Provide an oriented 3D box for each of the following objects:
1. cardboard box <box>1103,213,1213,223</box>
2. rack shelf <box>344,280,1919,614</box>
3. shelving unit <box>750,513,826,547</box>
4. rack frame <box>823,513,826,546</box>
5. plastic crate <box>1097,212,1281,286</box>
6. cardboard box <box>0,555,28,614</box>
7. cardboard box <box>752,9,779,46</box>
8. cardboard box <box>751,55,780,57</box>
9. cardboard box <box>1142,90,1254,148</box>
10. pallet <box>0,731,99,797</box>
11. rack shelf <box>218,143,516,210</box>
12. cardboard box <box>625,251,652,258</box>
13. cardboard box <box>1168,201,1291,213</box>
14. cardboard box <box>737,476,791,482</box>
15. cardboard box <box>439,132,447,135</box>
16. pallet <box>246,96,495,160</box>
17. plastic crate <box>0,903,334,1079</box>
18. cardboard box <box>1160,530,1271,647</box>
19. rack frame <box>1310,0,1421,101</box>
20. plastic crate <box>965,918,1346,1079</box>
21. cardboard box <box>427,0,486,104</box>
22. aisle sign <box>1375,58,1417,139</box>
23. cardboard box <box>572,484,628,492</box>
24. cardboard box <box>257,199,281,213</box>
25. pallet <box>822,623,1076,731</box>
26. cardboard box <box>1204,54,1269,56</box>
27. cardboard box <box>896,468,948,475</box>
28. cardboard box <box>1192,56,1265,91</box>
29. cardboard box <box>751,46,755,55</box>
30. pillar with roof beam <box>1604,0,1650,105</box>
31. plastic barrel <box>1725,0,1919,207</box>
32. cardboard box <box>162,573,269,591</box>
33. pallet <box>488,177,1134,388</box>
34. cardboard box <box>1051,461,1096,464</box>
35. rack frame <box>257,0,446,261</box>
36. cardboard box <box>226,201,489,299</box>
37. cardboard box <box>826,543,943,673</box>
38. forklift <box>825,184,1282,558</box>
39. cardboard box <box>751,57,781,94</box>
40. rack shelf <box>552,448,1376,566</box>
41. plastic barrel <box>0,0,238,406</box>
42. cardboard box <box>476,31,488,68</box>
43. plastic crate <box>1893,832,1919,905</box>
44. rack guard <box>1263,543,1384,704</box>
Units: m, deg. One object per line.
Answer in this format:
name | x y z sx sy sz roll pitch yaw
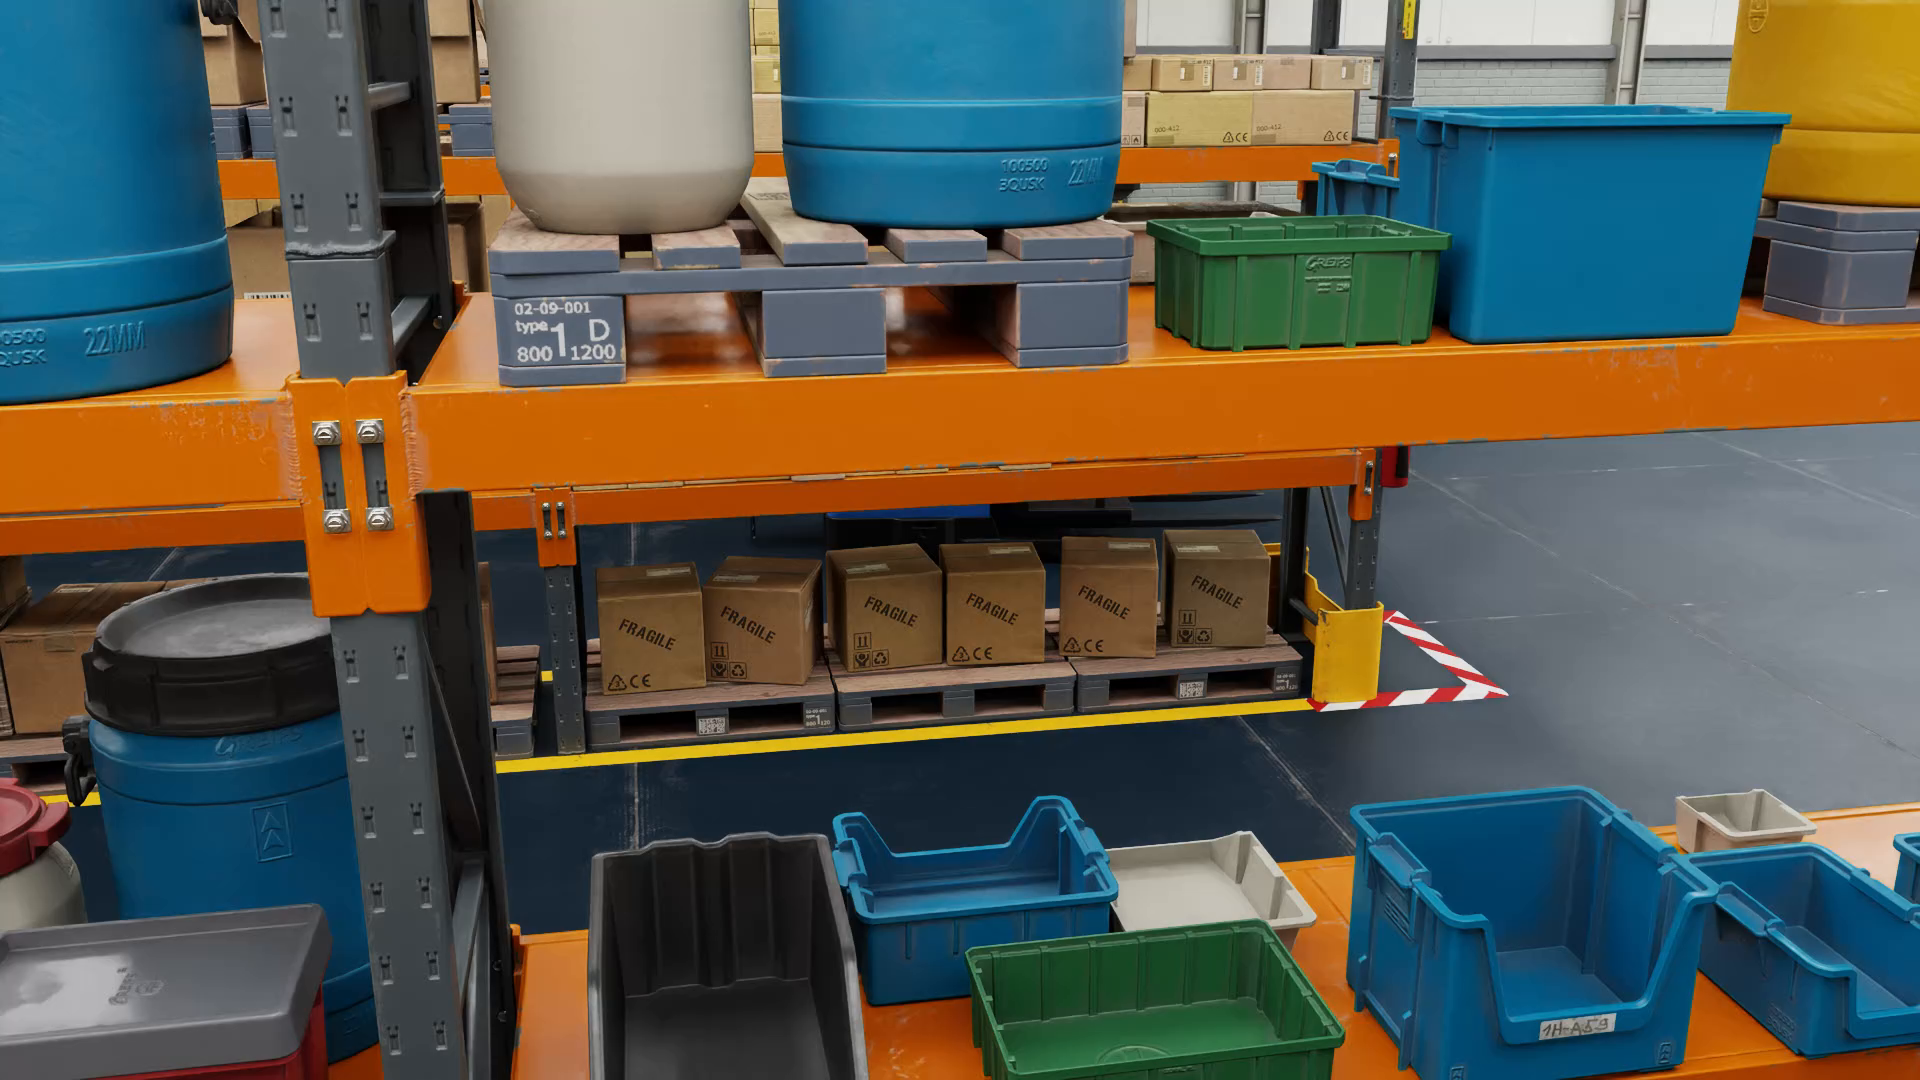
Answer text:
cardboard box | 0.993 -1.306 8.077 0.500 0.500 0.500 -3 17 -10
rack shelf | 0.952 -0.321 3.363 4.000 0.370 1.077 -3 17 -10
shelving unit | -1.157 -0.563 11.101 0.503 1.200 0.258 -1 17 -2
rack frame | -0.913 -0.566 11.111 0.015 1.200 0.240 -1 17 -2
plastic crate | 0.487 -0.633 3.604 0.396 0.136 0.243 -3 17 -10
cardboard box | -4.708 0.223 7.706 0.500 0.250 0.500 -1 17 -4
cardboard box | -1.270 -3.739 12.130 0.500 0.250 0.500 -3 17 -11
cardboard box | -0.911 -2.251 8.001 0.250 0.149 0.380 -4 17 -12
cardboard box | 1.061 -2.003 7.872 0.500 0.250 0.500 -3 17 -10
pallet | -3.916 0.899 8.026 1.213 0.211 1.003 -3 17 -10
rack shelf | -3.915 -1.526 7.287 4.000 0.370 1.077 -3 17 -10
cardboard box | -1.461 -1.167 7.622 0.500 0.500 0.500 -3 17 -10
cardboard box | 1.384 -1.486 8.660 0.500 0.500 0.500 -3 17 -10
cardboard box | -0.952 -0.401 7.936 0.250 0.149 0.380 -3 17 -10
cardboard box | -5.407 -4.090 17.023 0.250 0.149 0.380 -2 17 -7
pallet | -2.578 -1.887 7.559 1.003 0.211 1.213 -3 17 -10
plastic crate | -1.429 0.965 2.951 0.583 0.464 0.402 -3 17 -10
cardboard box | 1.360 0.254 8.917 0.500 0.500 0.500 0 17 0
rack frame | 1.976 -3.638 7.829 0.127 3.000 1.000 -3 17 -10
plastic crate | 0.374 0.988 3.348 0.662 0.188 0.450 -3 17 -10
cardboard box | -2.432 -2.233 7.474 0.637 0.503 0.797 -4 18 -13
aisle sign | 2.094 -1.930 8.057 0.004 0.787 0.394 -3 17 -10
cardboard box | -1.683 -0.352 7.778 0.250 0.149 0.380 -3 17 -10
cardboard box | -4.777 -2.394 12.124 0.500 0.500 0.700 -3 17 -11
pallet | -0.098 0.669 8.773 1.213 0.211 1.003 -3 17 -10
cardboard box | 1.389 -2.387 8.443 0.250 0.149 0.380 -3 17 -9
cardboard box | -0.213 -0.440 8.062 0.250 0.149 0.380 -3 17 -10
cardboard box | 1.237 -2.190 7.800 0.250 0.149 0.380 -4 18 -13
cardboard box | -1.626 -3.509 12.063 0.250 0.149 0.380 -4 17 -11
pillar with roof beam | 10.895 -7.574 20.643 0.400 9.000 9.100 -3 17 -10
plastic barrel | 1.820 -0.967 3.205 0.600 0.588 0.600 0 17 0
cardboard box | -3.580 0.518 8.025 0.500 0.500 0.700 -5 18 -15
pallet | -0.322 -0.531 3.145 1.003 0.211 1.213 -3 17 -10
cardboard box | 0.511 -0.500 8.259 0.250 0.149 0.380 -3 17 -10
rack frame | -1.012 -1.987 2.455 0.127 3.000 1.000 -3 17 -10
cardboard box | -2.758 -1.031 7.822 1.000 1.000 1.000 -3 17 -10
cardboard box | -0.396 0.345 8.622 0.500 0.500 0.500 -5 18 -15
forklift | 0.622 -1.409 10.907 3.031 2.935 1.130 -1 17 -2
cardboard box | -0.822 -2.099 7.503 0.250 0.149 0.380 -3 17 -9
rack shelf | 0.012 -0.315 8.452 4.000 0.370 1.077 -3 17 -10
plastic barrel | -1.470 -0.702 2.525 0.708 0.901 0.600 -3 17 -10
cardboard box | -3.456 -3.508 11.885 0.500 0.250 0.500 -3 17 -10
plastic crate | 2.481 0.843 3.711 0.616 0.251 0.499 -3 17 -10
rack guard | 1.901 0.429 9.063 0.348 0.500 1.175 -3 17 -10
